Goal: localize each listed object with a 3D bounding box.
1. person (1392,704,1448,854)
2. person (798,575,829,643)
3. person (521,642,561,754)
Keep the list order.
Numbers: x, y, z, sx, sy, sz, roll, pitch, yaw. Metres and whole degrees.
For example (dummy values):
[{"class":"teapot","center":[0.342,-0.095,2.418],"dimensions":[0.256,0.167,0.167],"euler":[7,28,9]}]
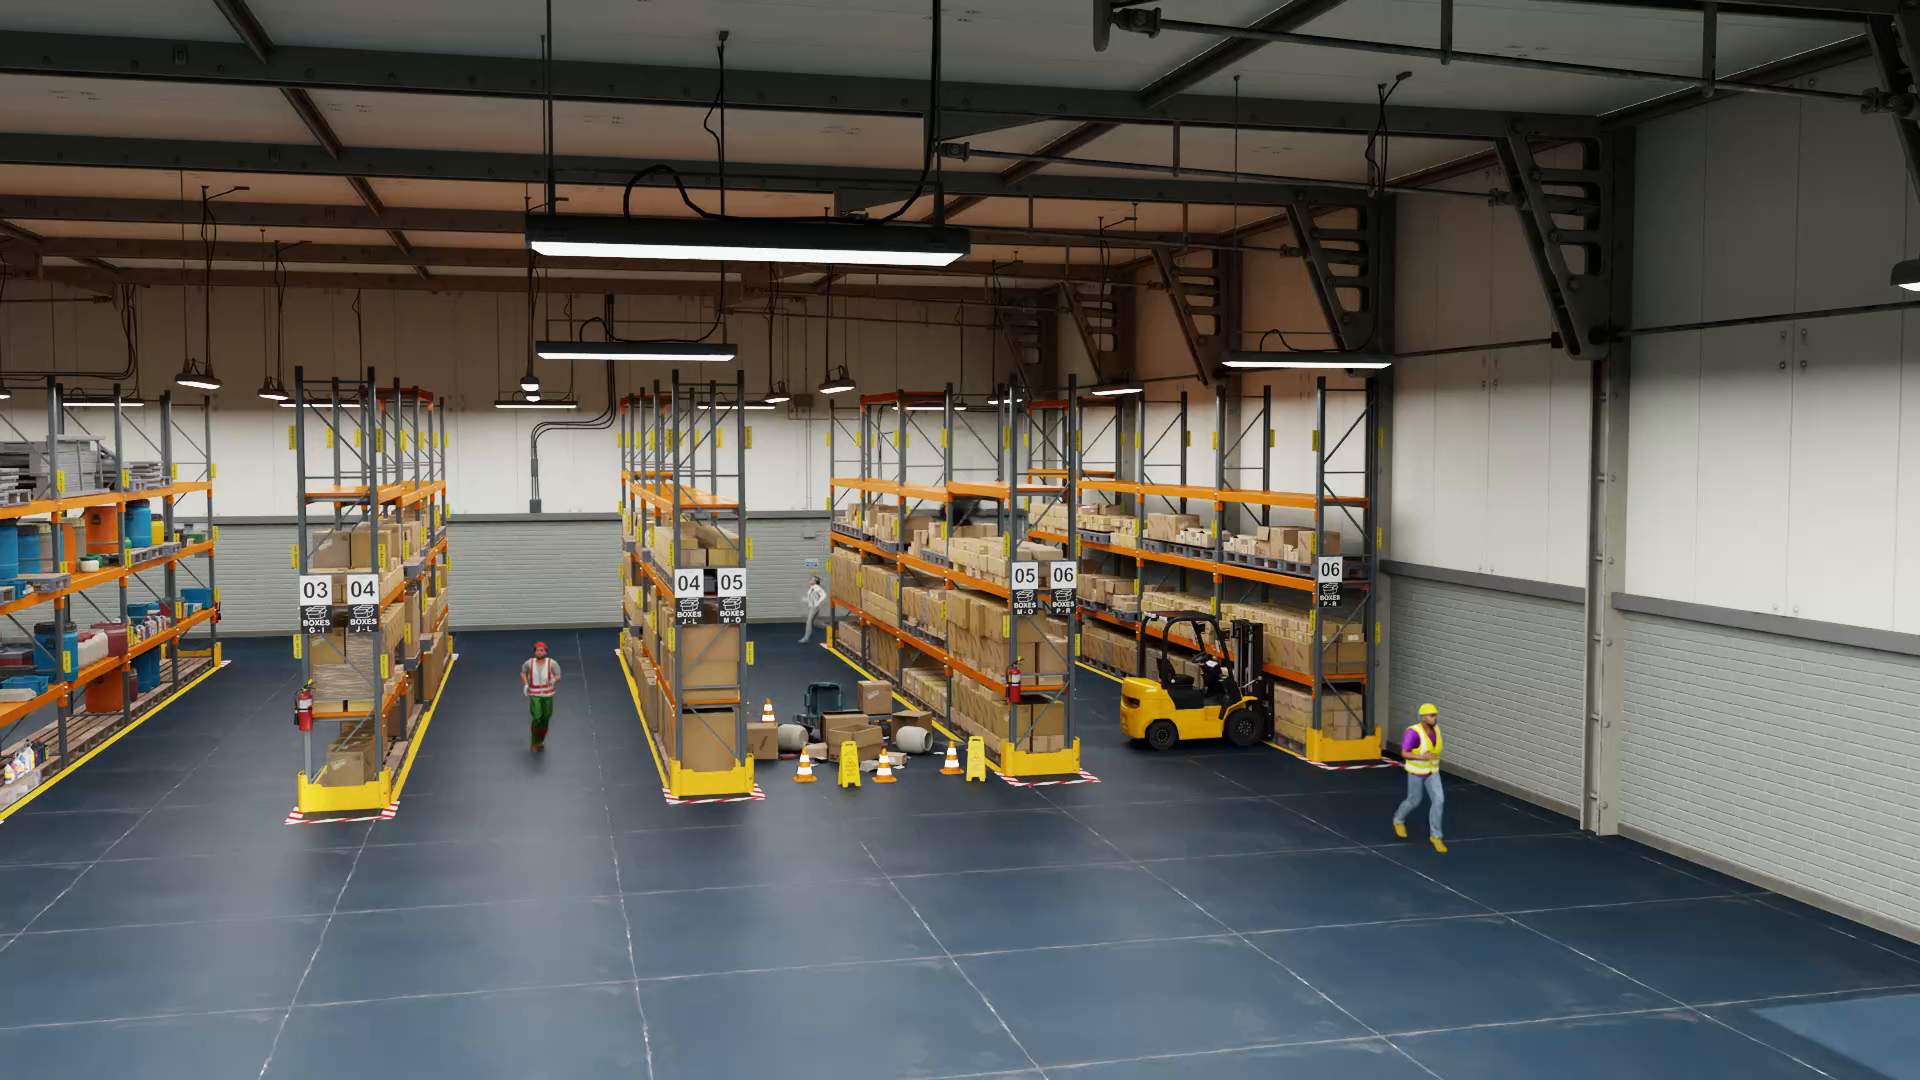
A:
[{"class":"person","center":[5.695,2.899,20.544],"dimensions":[0.729,1.802,0.958],"euler":[-2,4,-26]},{"class":"person","center":[-3.578,1.692,41.230],"dimensions":[0.917,1.693,0.622],"euler":[-1,4,-17]},{"class":"person","center":[-6.707,2.531,26.689],"dimensions":[0.620,1.803,0.706],"euler":[-1,4,-18]}]
